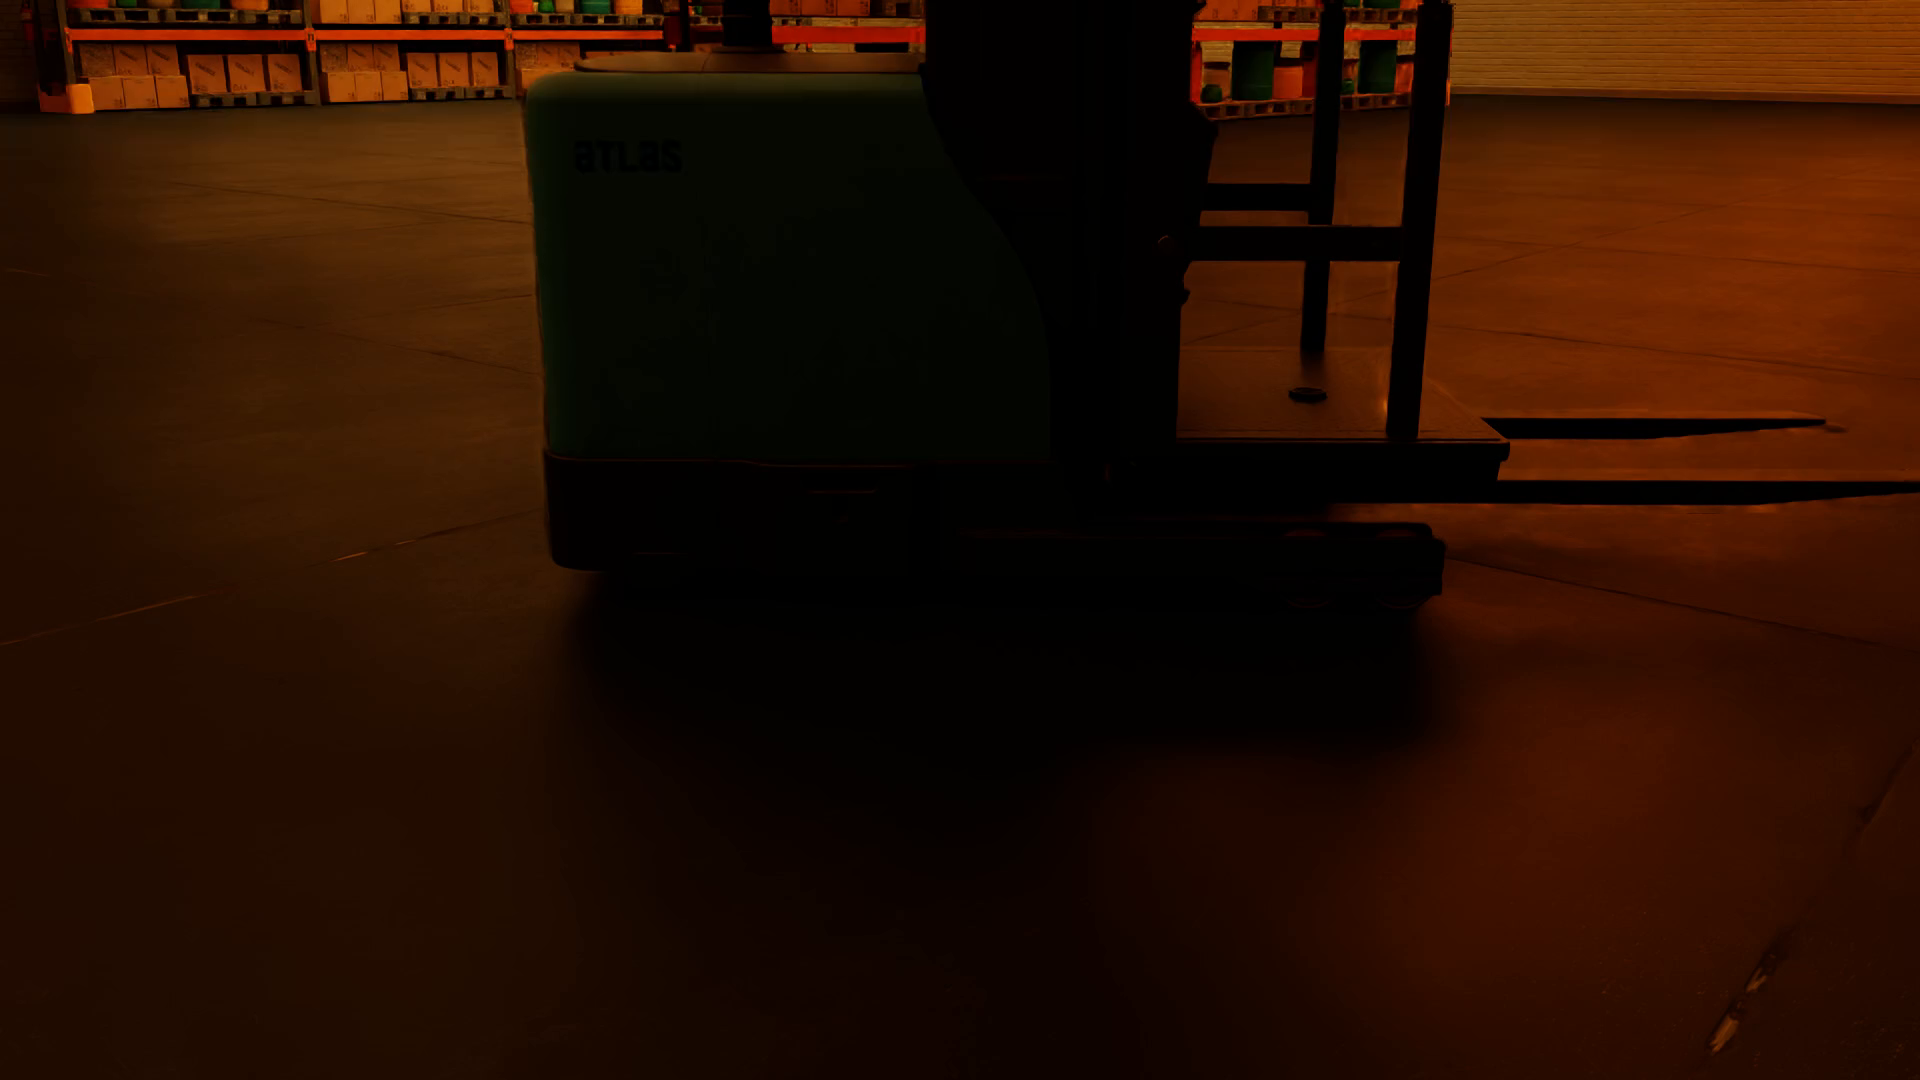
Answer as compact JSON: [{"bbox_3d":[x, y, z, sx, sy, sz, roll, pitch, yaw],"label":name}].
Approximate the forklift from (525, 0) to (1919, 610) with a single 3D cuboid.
[{"bbox_3d":[0.646,-1.414,3.554,3.031,2.935,1.130,0,17,1],"label":"forklift"}]
